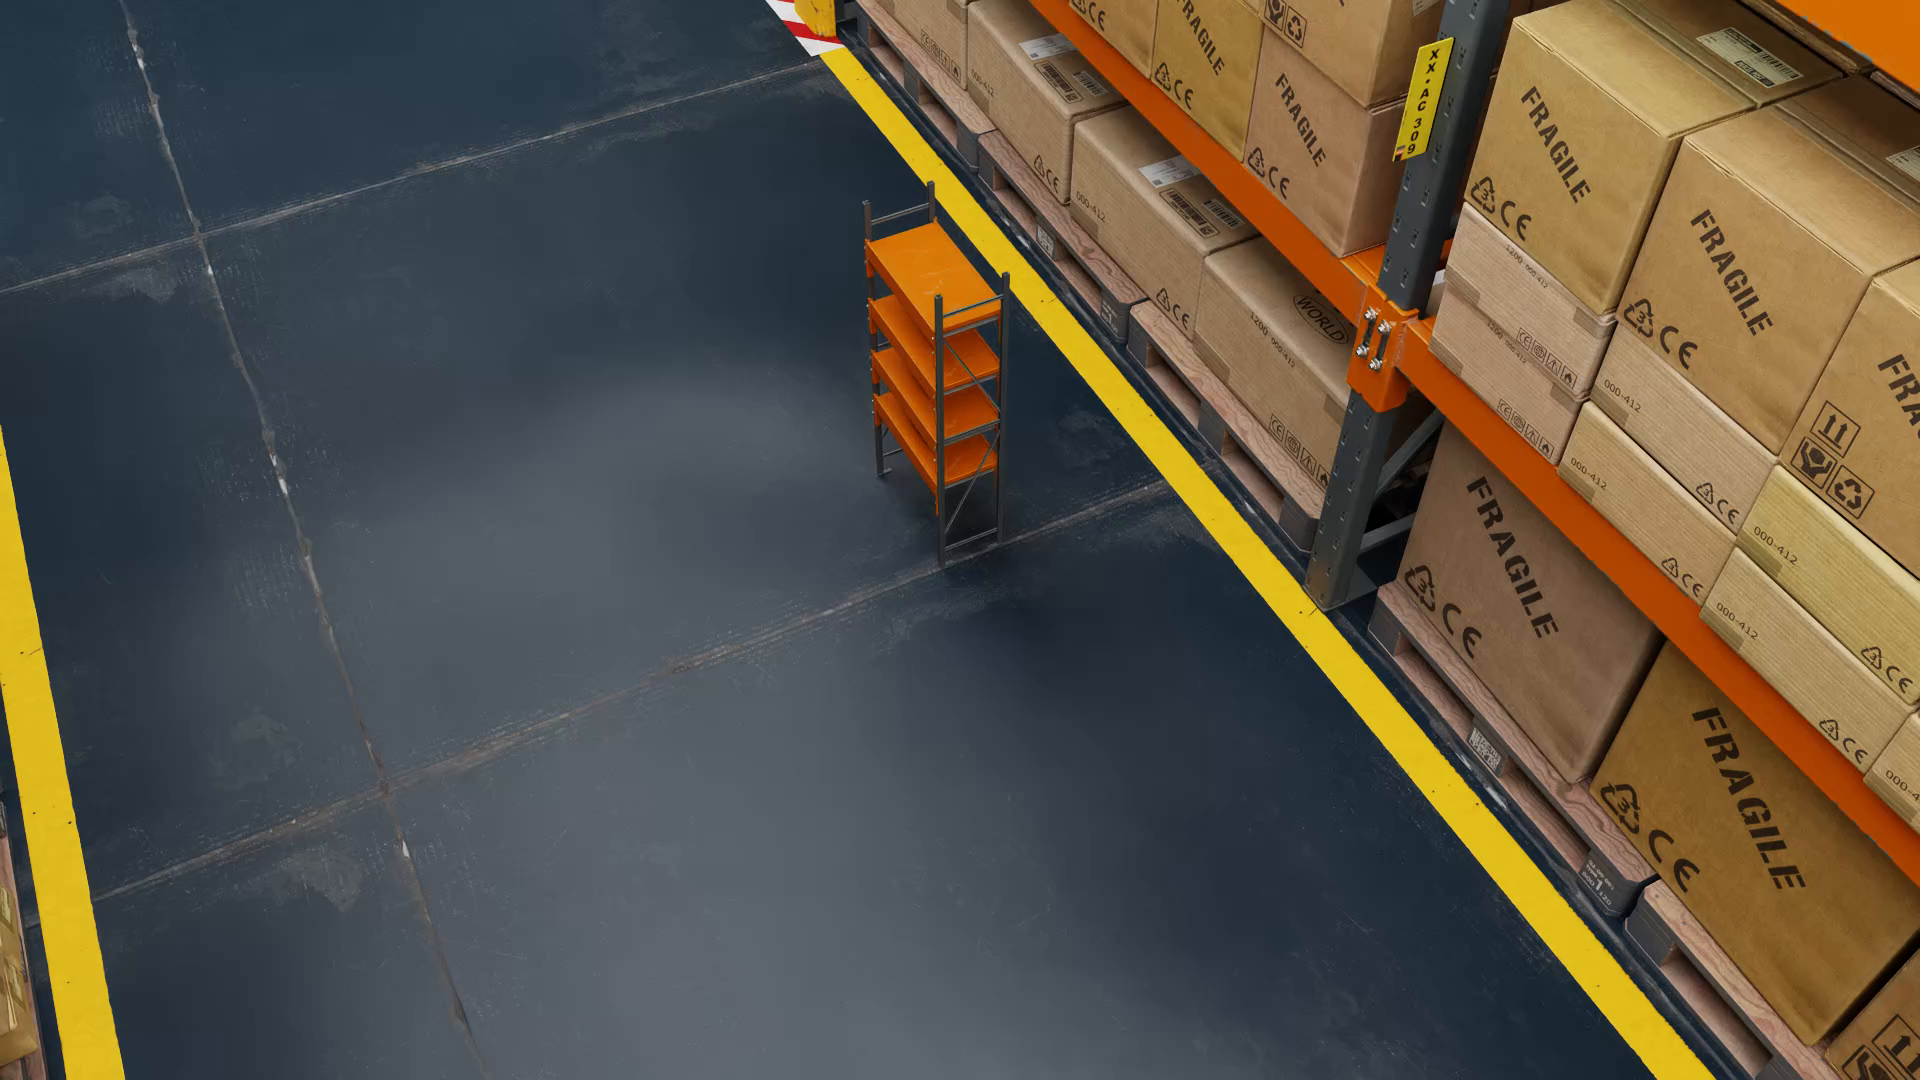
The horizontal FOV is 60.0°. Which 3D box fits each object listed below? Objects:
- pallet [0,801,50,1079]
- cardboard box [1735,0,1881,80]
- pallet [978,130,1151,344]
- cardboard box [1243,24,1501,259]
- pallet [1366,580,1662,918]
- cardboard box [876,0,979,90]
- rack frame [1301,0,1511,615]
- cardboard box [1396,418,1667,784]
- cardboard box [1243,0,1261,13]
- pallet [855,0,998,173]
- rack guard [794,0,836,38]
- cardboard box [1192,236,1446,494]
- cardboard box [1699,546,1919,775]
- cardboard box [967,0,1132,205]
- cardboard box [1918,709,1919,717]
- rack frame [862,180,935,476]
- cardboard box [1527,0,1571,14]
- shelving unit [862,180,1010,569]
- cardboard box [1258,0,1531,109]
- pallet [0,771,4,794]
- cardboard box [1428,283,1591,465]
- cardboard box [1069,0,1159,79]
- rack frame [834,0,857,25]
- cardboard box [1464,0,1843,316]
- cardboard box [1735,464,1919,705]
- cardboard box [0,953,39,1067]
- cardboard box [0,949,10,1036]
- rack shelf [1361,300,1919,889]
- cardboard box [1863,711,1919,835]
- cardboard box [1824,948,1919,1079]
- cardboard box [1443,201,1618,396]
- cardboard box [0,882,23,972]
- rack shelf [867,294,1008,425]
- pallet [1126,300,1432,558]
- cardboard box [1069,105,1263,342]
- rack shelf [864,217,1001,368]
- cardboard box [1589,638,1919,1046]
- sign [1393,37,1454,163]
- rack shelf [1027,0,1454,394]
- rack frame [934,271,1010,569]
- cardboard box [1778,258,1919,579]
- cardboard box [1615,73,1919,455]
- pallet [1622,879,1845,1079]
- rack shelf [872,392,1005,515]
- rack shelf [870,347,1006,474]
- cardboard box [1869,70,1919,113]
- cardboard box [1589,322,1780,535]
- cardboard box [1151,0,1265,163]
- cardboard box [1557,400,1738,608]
[{"bbox_3d":[-3.070,1.300,4.473,1.003,0.211,1.213,-21,52,-18],"label":"pallet"},{"bbox_3d":[2.052,-1.103,3.991,0.500,0.500,0.500,-20,52,-16],"label":"cardboard box"},{"bbox_3d":[0.783,-1.389,6.825,1.003,0.211,1.213,-21,52,-18],"label":"pallet"},{"bbox_3d":[1.184,-1.209,4.748,0.500,0.500,0.500,-21,52,-17],"label":"cardboard box"},{"bbox_3d":[2.044,0.455,5.212,1.003,0.211,1.213,-21,52,-18],"label":"pallet"},{"bbox_3d":[0.184,-2.518,7.383,0.875,0.438,0.875,-23,53,-19],"label":"cardboard box"},{"bbox_3d":[1.624,-0.954,4.591,1.000,3.000,0.127,-21,52,-18],"label":"rack frame"},{"bbox_3d":[1.979,-0.005,4.894,0.875,0.875,0.875,-20,52,-16],"label":"cardboard box"},{"bbox_3d":[0.937,-1.879,4.670,0.500,0.500,0.500,-22,52,-18],"label":"cardboard box"},{"bbox_3d":[0.229,-2.204,7.538,1.003,0.211,1.213,-21,52,-18],"label":"pallet"},{"bbox_3d":[-0.218,-2.824,7.888,1.175,0.500,0.348,-21,52,-18],"label":"rack guard"},{"bbox_3d":[1.432,-0.705,5.797,0.875,0.438,0.875,-22,52,-18],"label":"cardboard box"},{"bbox_3d":[2.049,0.176,3.703,0.500,0.250,0.500,-22,52,-18],"label":"cardboard box"},{"bbox_3d":[0.611,-1.909,6.850,0.875,0.438,0.875,-20,52,-17],"label":"cardboard box"},{"bbox_3d":[2.278,0.347,3.221,0.500,0.250,0.500,-23,53,-19],"label":"cardboard box"},{"bbox_3d":[-0.187,-0.669,5.538,0.240,1.200,0.015,-21,52,-18],"label":"rack frame"},{"bbox_3d":[1.621,-1.718,4.529,0.500,0.500,0.500,-21,52,-17],"label":"cardboard box"},{"bbox_3d":[-0.076,-0.506,5.395,0.258,1.200,0.503,-21,52,-18],"label":"shelving unit"},{"bbox_3d":[1.162,-1.536,4.370,0.500,0.500,0.500,-22,52,-18],"label":"cardboard box"},{"bbox_3d":[-3.632,0.482,5.188,1.003,0.211,1.213,-21,52,-18],"label":"pallet"},{"bbox_3d":[1.590,-0.519,4.311,0.500,0.250,0.500,-22,52,-18],"label":"cardboard box"},{"bbox_3d":[0.701,-1.883,5.337,0.500,0.500,0.500,-22,52,-18],"label":"cardboard box"},{"bbox_3d":[-0.207,-3.631,6.933,1.000,3.000,0.127,-21,52,-18],"label":"rack frame"},{"bbox_3d":[1.570,-0.922,3.833,0.500,0.500,0.500,-21,52,-17],"label":"cardboard box"},{"bbox_3d":[2.045,0.009,3.517,0.500,0.250,0.500,-21,52,-17],"label":"cardboard box"},{"bbox_3d":[-2.612,1.265,4.266,0.380,0.149,0.250,-23,53,-19],"label":"cardboard box"},{"bbox_3d":[-2.613,1.169,4.152,0.380,0.149,0.250,-19,51,-16],"label":"cardboard box"},{"bbox_3d":[2.539,0.622,3.691,1.077,0.370,4.000,-21,52,-18],"label":"rack shelf"},{"bbox_3d":[2.270,0.513,3.408,0.500,0.250,0.500,-22,52,-18],"label":"cardboard box"},{"bbox_3d":[2.808,1.196,3.844,0.875,0.875,0.875,-21,52,-17],"label":"cardboard box"},{"bbox_3d":[1.574,-0.677,4.117,0.500,0.250,0.500,-23,53,-19],"label":"cardboard box"},{"bbox_3d":[-2.734,1.087,4.422,0.380,0.149,0.250,-20,52,-16],"label":"cardboard box"},{"bbox_3d":[-0.076,-0.609,5.278,0.258,0.148,0.480,-21,52,-18],"label":"rack shelf"},{"bbox_3d":[1.345,-0.571,6.110,1.003,0.211,1.213,-21,52,-18],"label":"pallet"},{"bbox_3d":[1.022,-1.304,6.321,0.875,0.438,0.875,-23,53,-19],"label":"cardboard box"},{"bbox_3d":[-0.076,-0.764,5.099,0.258,0.148,0.480,-21,52,-18],"label":"rack shelf"},{"bbox_3d":[2.399,0.597,4.368,0.875,0.875,0.875,-20,52,-16],"label":"cardboard box"},{"bbox_3d":[1.131,-1.072,4.067,0.100,0.325,0.005,-21,52,-18],"label":"sign"},{"bbox_3d":[0.709,-2.055,6.033,1.077,0.370,4.000,-21,52,-18],"label":"rack shelf"},{"bbox_3d":[0.036,-0.342,5.252,0.240,1.200,0.015,-21,52,-18],"label":"rack frame"},{"bbox_3d":[2.054,-0.255,3.249,0.500,0.500,0.500,-22,52,-18],"label":"cardboard box"},{"bbox_3d":[1.827,-0.591,3.544,0.500,0.500,0.500,-21,52,-18],"label":"cardboard box"},{"bbox_3d":[2.606,1.273,4.497,1.003,0.211,1.213,-21,52,-18],"label":"pallet"},{"bbox_3d":[-0.076,-0.331,5.595,0.258,0.148,0.480,-21,52,-18],"label":"rack shelf"},{"bbox_3d":[-0.076,-0.462,5.446,0.258,0.148,0.480,-21,52,-18],"label":"rack shelf"},{"bbox_3d":[2.295,-0.759,3.691,0.500,0.500,0.500,-20,52,-17],"label":"cardboard box"},{"bbox_3d":[1.838,-0.338,3.820,0.500,0.250,0.500,-20,52,-17],"label":"cardboard box"},{"bbox_3d":[0.944,-1.551,5.048,0.500,0.500,0.500,-22,52,-18],"label":"cardboard box"},{"bbox_3d":[1.829,-0.173,4.008,0.500,0.250,0.500,-22,52,-18],"label":"cardboard box"}]
